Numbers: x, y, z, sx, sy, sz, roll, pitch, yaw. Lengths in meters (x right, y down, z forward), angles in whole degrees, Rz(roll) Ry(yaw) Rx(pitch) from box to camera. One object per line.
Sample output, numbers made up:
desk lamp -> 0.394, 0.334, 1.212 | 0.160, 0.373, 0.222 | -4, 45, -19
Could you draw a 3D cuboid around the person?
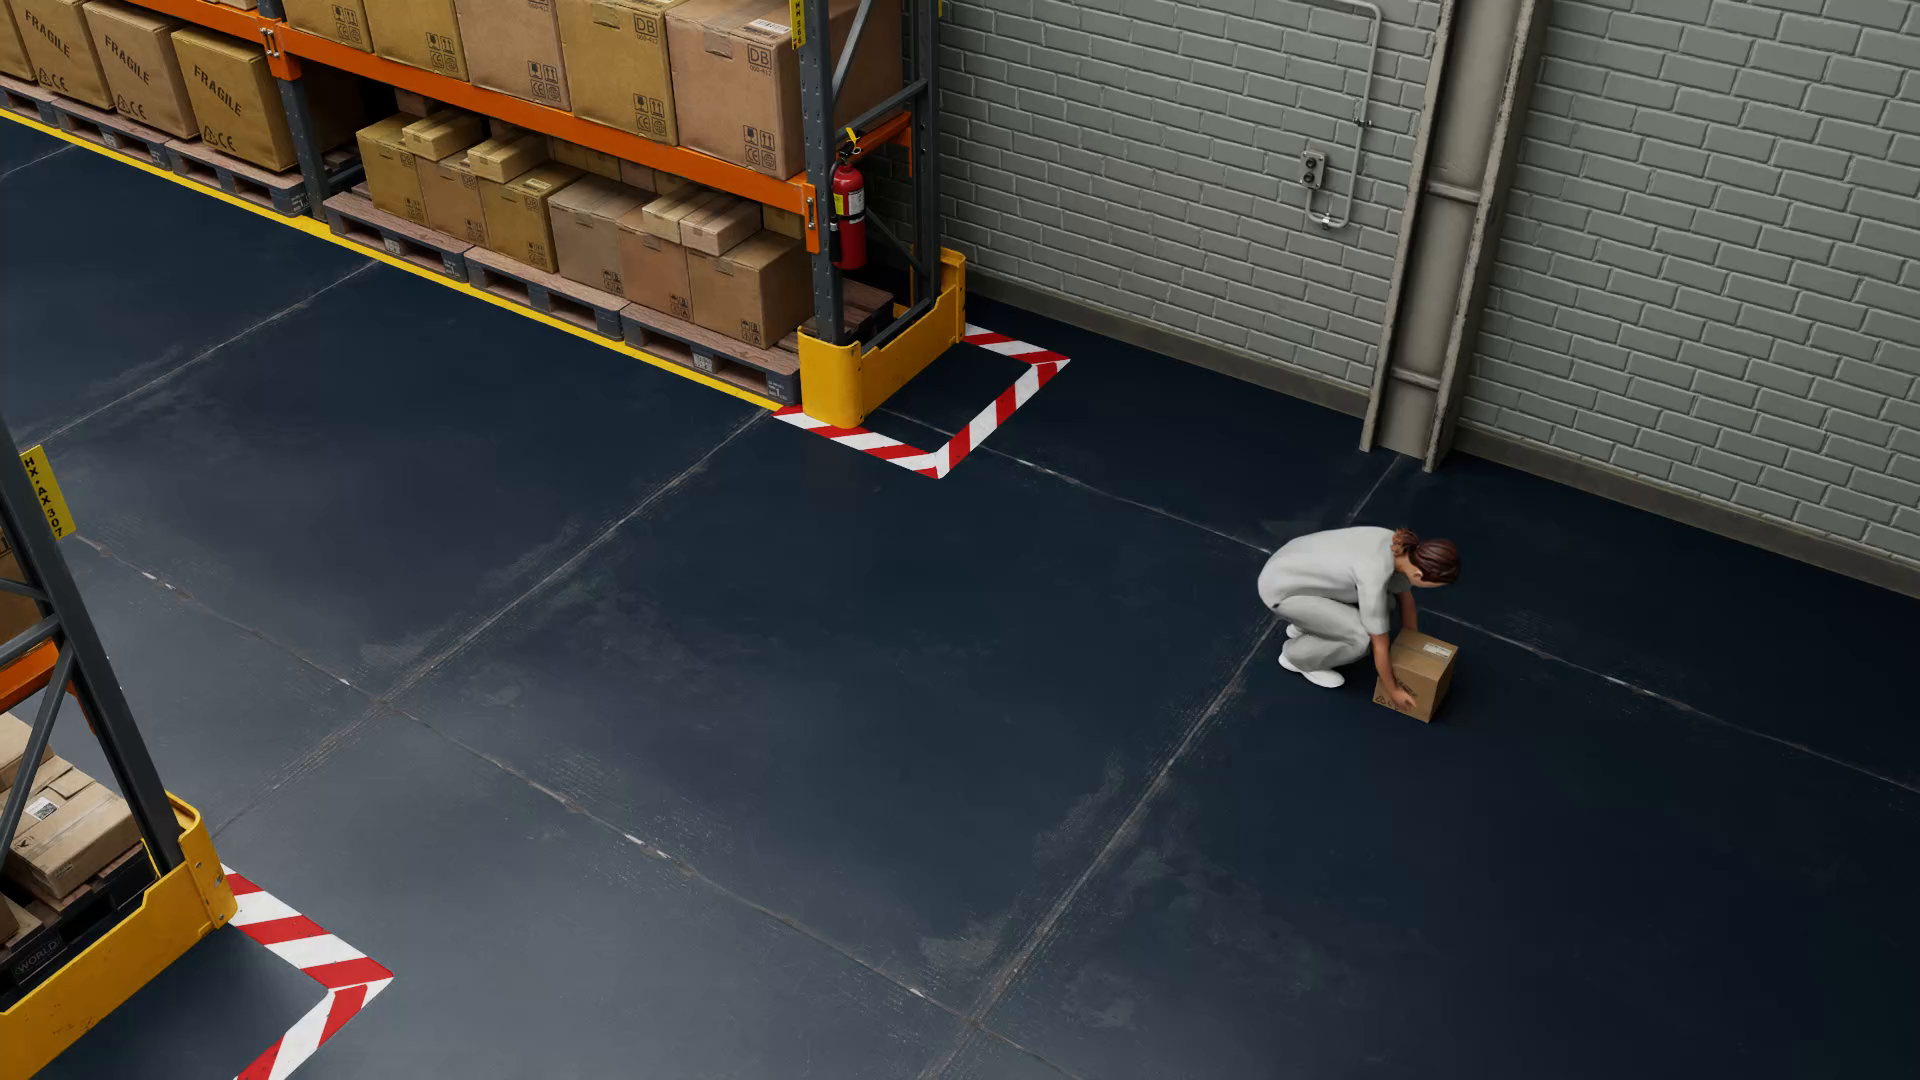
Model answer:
person -> 1.672, 0.248, 7.079 | 0.804, 0.803, 0.468 | 22, 43, 25
